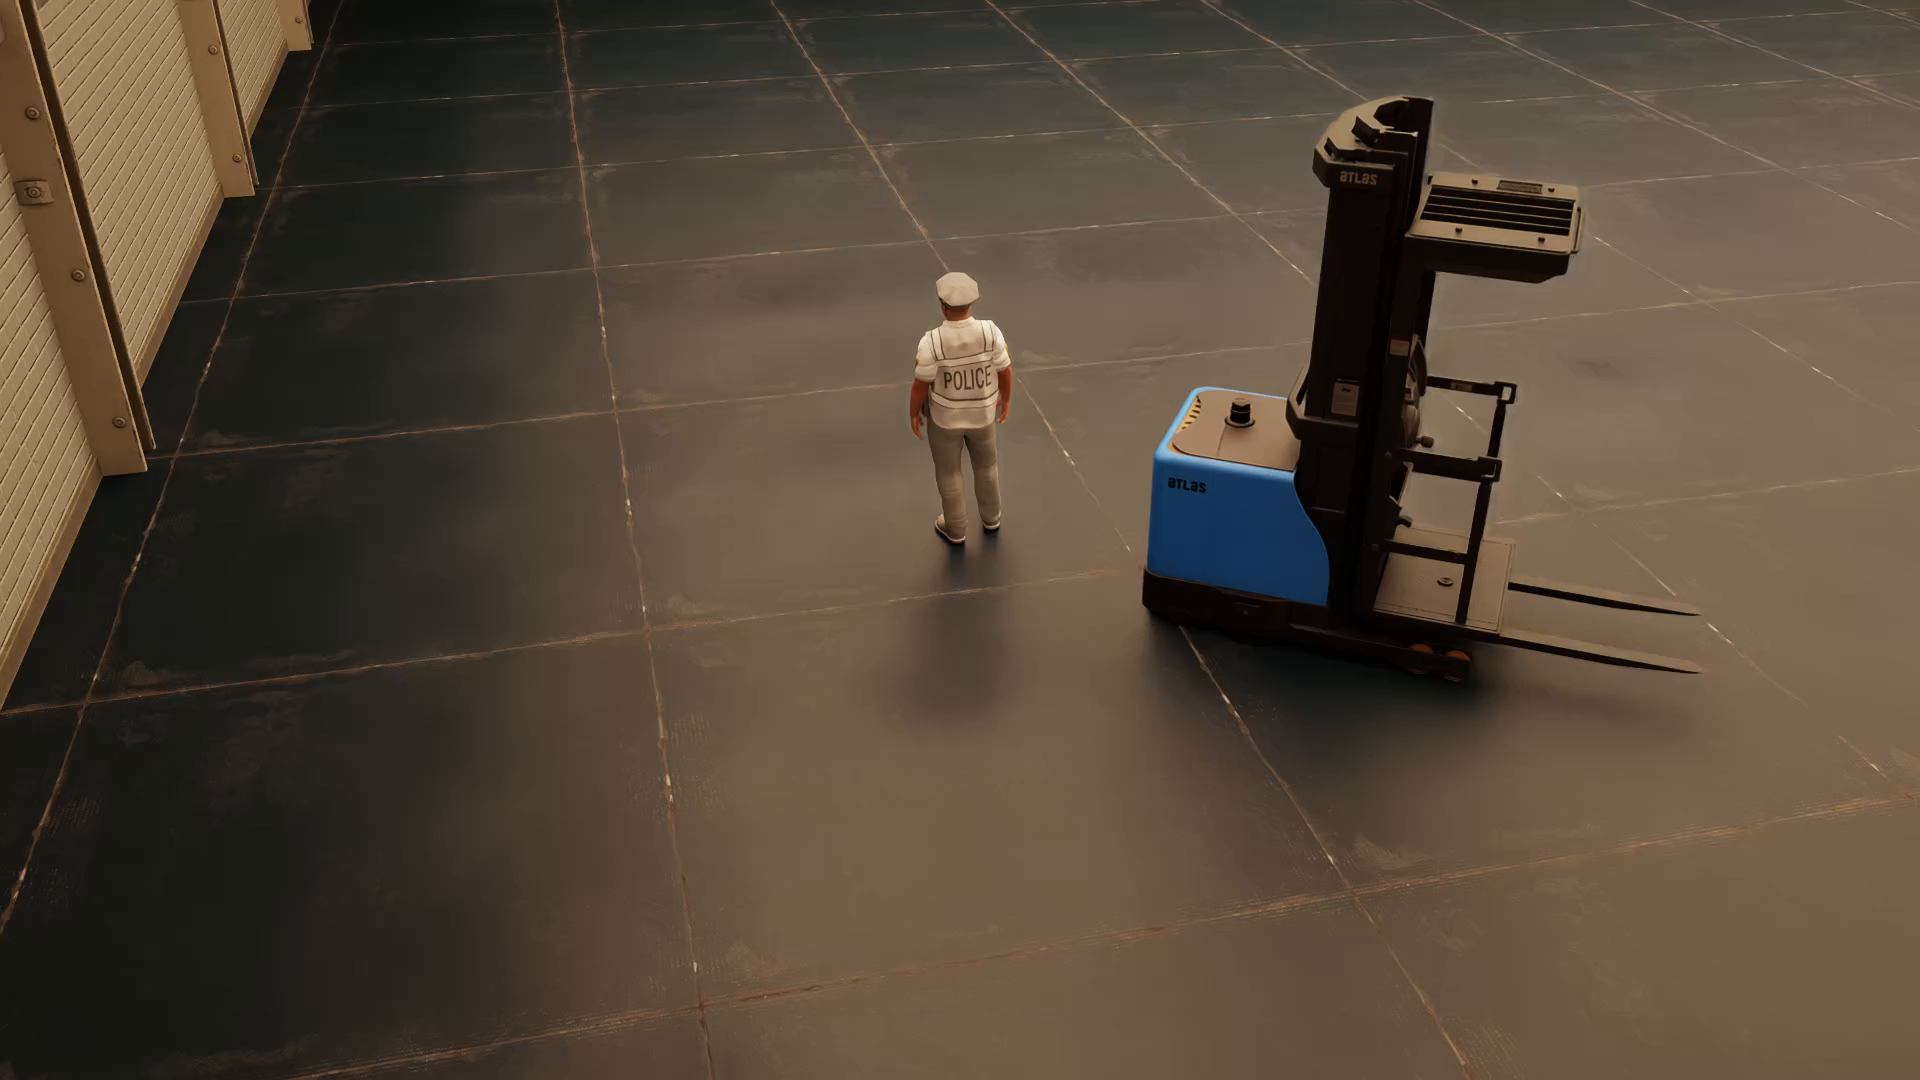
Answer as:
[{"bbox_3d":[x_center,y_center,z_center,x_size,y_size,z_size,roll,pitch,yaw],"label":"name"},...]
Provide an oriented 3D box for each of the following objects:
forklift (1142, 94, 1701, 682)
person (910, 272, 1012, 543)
[{"bbox_3d":[2.637,-0.791,8.941,3.031,2.935,1.130,11,32,18],"label":"forklift"},{"bbox_3d":[-0.007,-0.816,10.118,0.641,1.778,0.574,-7,31,-12],"label":"person"}]
